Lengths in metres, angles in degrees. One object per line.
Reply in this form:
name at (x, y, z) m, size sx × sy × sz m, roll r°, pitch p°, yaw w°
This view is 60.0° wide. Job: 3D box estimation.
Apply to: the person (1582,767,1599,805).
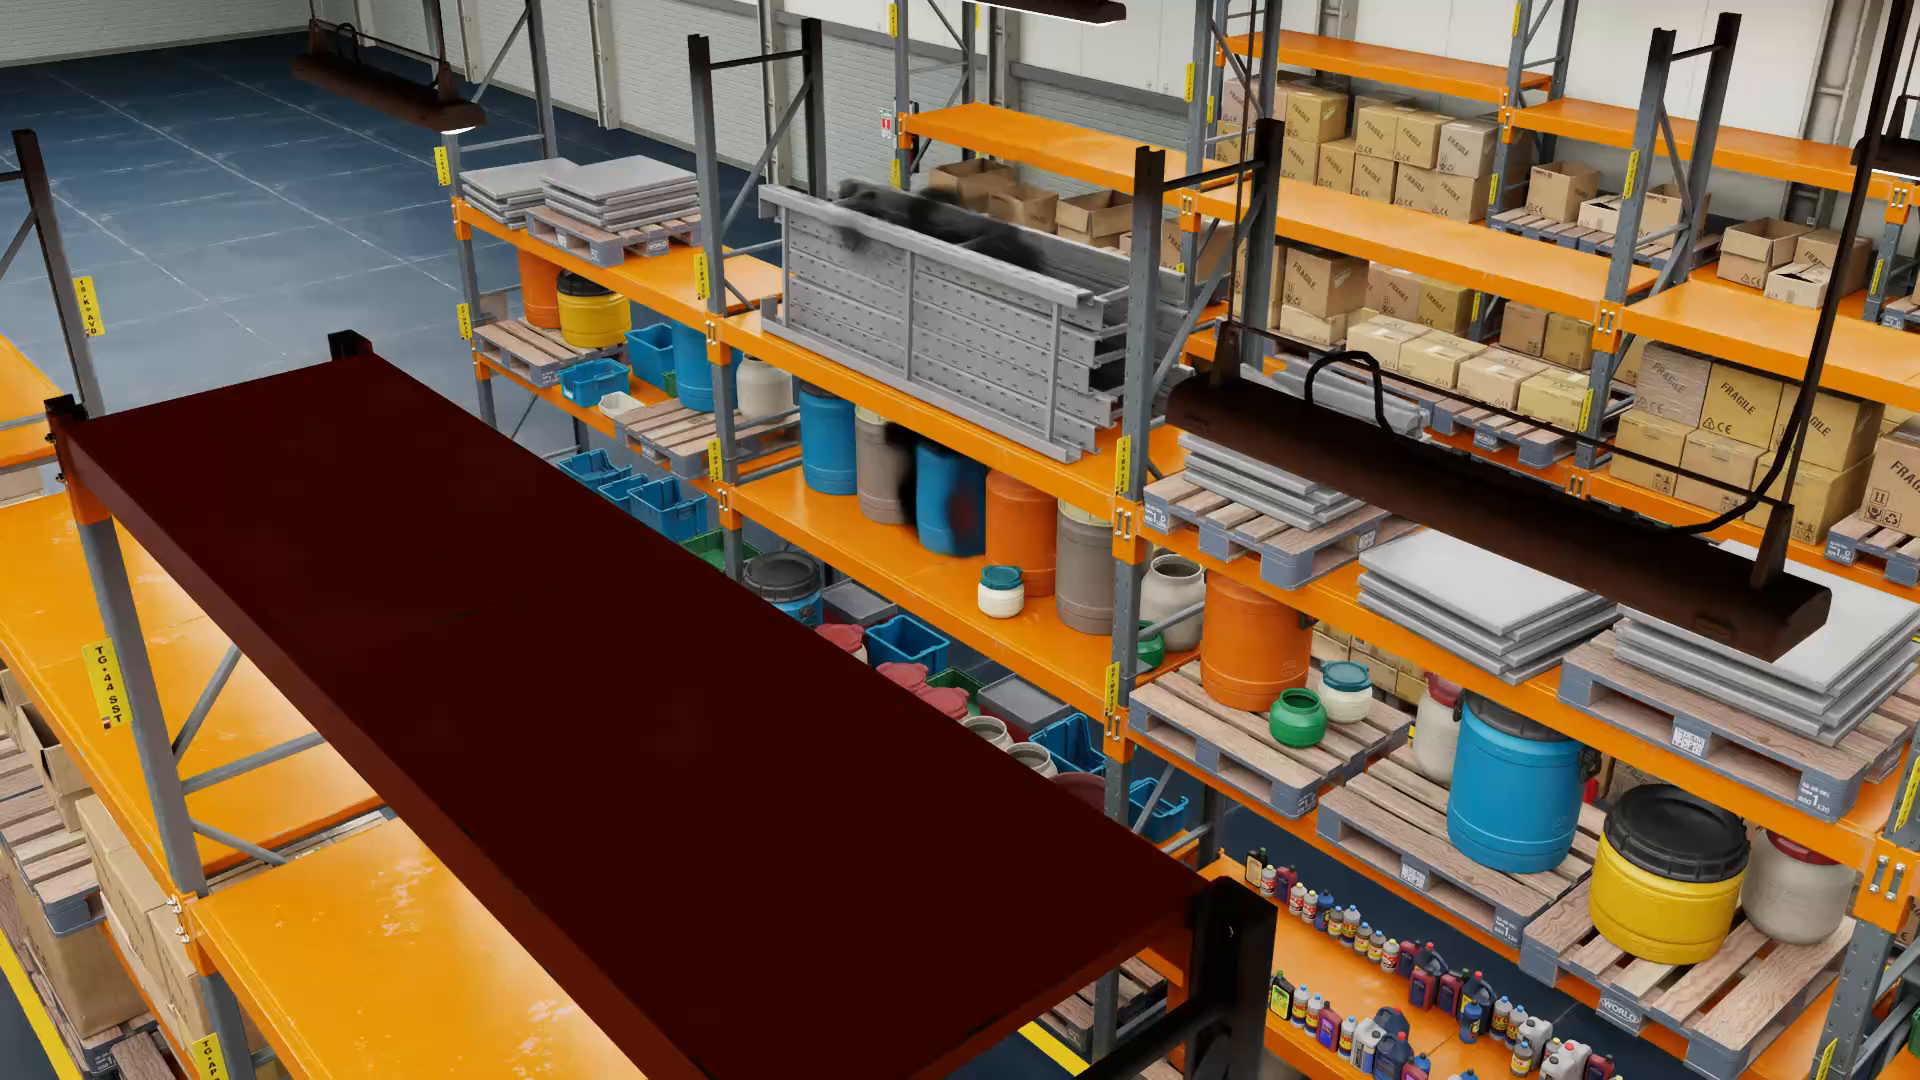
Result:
person at (3.989, 2.136, 11.173) m, size 0.663 × 1.751 × 0.636 m, roll 24°, pitch 36°, yaw 39°
